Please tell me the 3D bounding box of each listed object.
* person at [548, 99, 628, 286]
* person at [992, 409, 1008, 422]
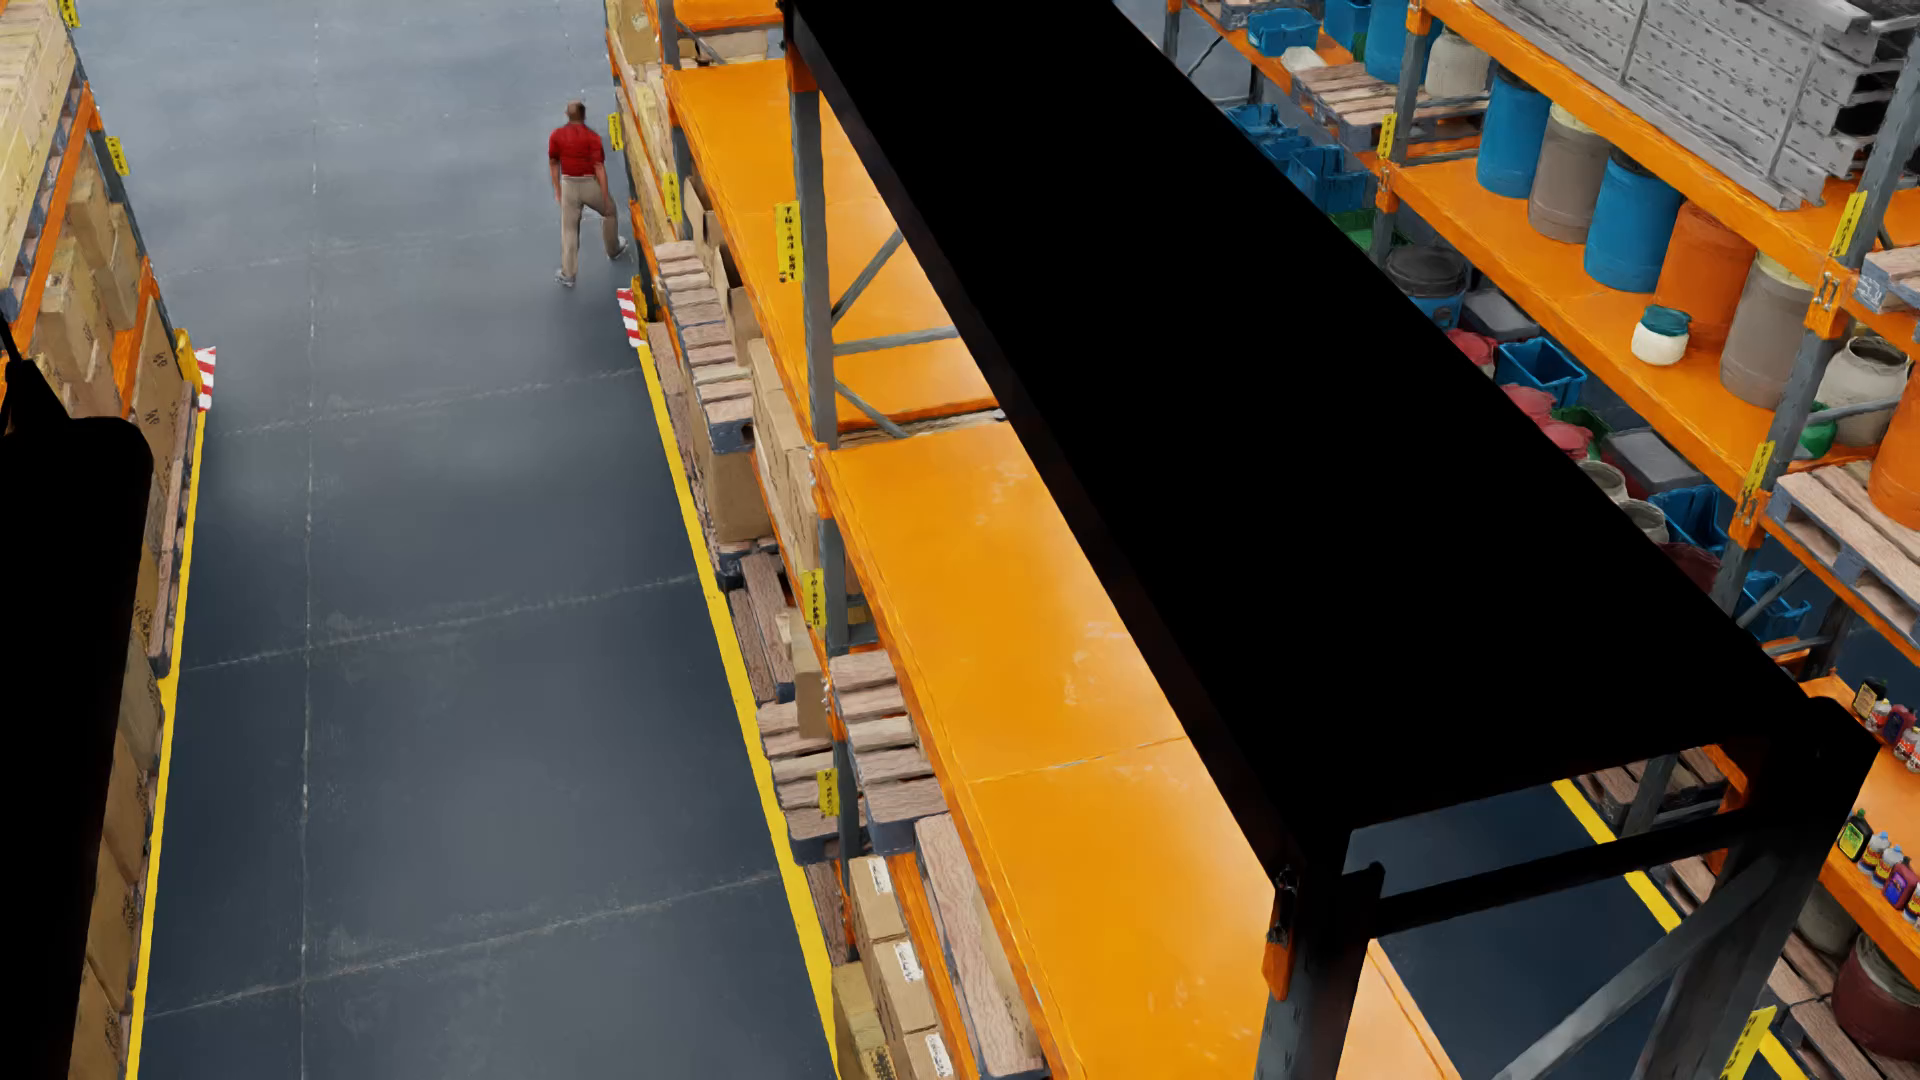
[{"bbox_3d":[-3.561,-3.294,15.640,0.584,1.665,0.978,3,38,4],"label":"person"},{"bbox_3d":[0.331,-0.241,11.700,0.594,1.746,0.668,5,39,7],"label":"person"}]
